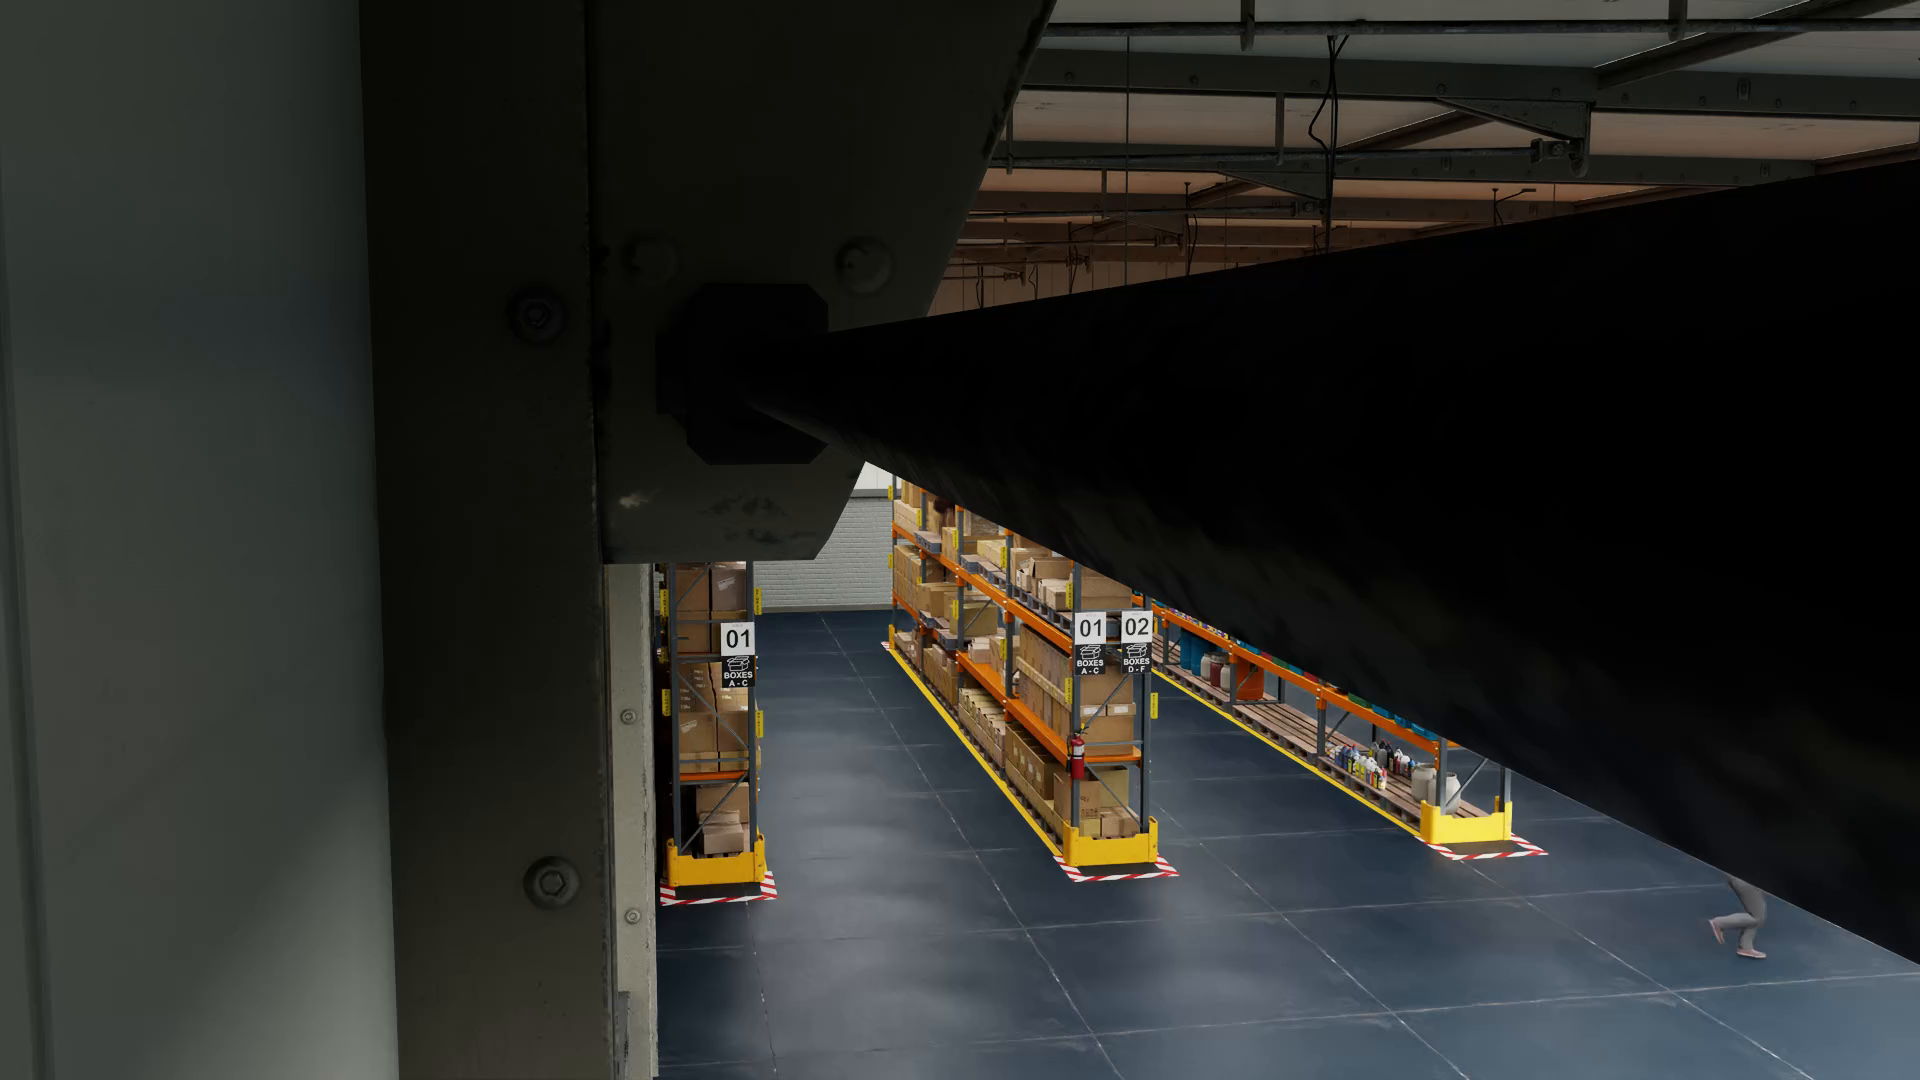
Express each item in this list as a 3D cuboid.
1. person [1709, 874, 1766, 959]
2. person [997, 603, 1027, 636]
[{"bbox_3d":[8.266,3.634,17.647,0.612,1.618,0.575,1,6,9],"label":"person"},{"bbox_3d":[1.150,1.676,35.725,0.735,1.638,0.671,-3,7,-22],"label":"person"}]
